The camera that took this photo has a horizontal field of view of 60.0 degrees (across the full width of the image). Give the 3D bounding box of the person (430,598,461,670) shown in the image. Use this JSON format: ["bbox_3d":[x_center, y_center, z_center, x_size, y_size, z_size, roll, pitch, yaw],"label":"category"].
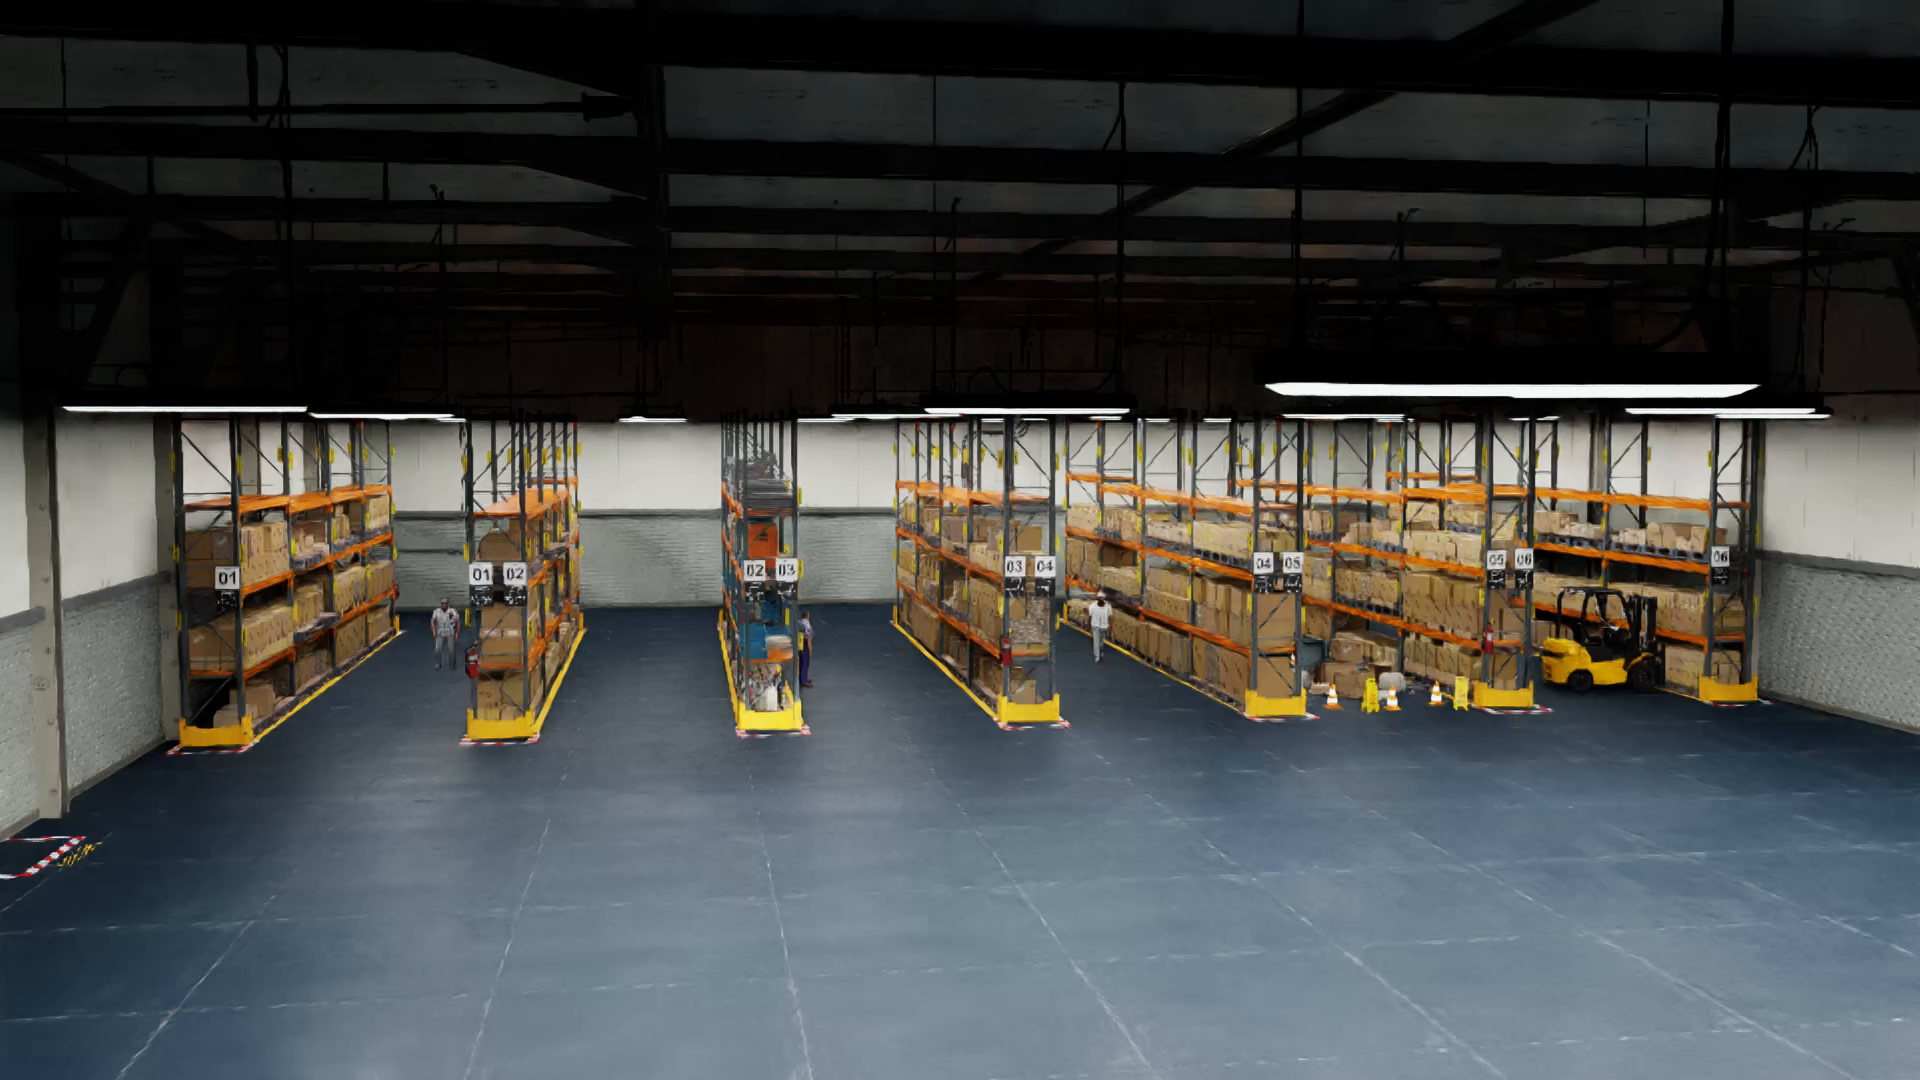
[{"bbox_3d":[-11.972,2.172,38.698,0.683,1.714,0.532,-1,4,-11],"label":"person"}]

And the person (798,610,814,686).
[{"bbox_3d":[-3.377,2.351,36.413,0.445,1.652,0.577,-3,5,-33],"label":"person"}]

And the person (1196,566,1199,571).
[{"bbox_3d":[7.305,1.330,51.484,0.413,1.589,0.552,-3,5,-40],"label":"person"}]

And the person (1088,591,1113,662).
[{"bbox_3d":[3.399,2.064,40.132,0.582,1.685,1.118,0,4,-5],"label":"person"}]

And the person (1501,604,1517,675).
[{"bbox_3d":[12.282,2.259,37.473,0.569,1.668,0.560,2,4,22],"label":"person"}]
